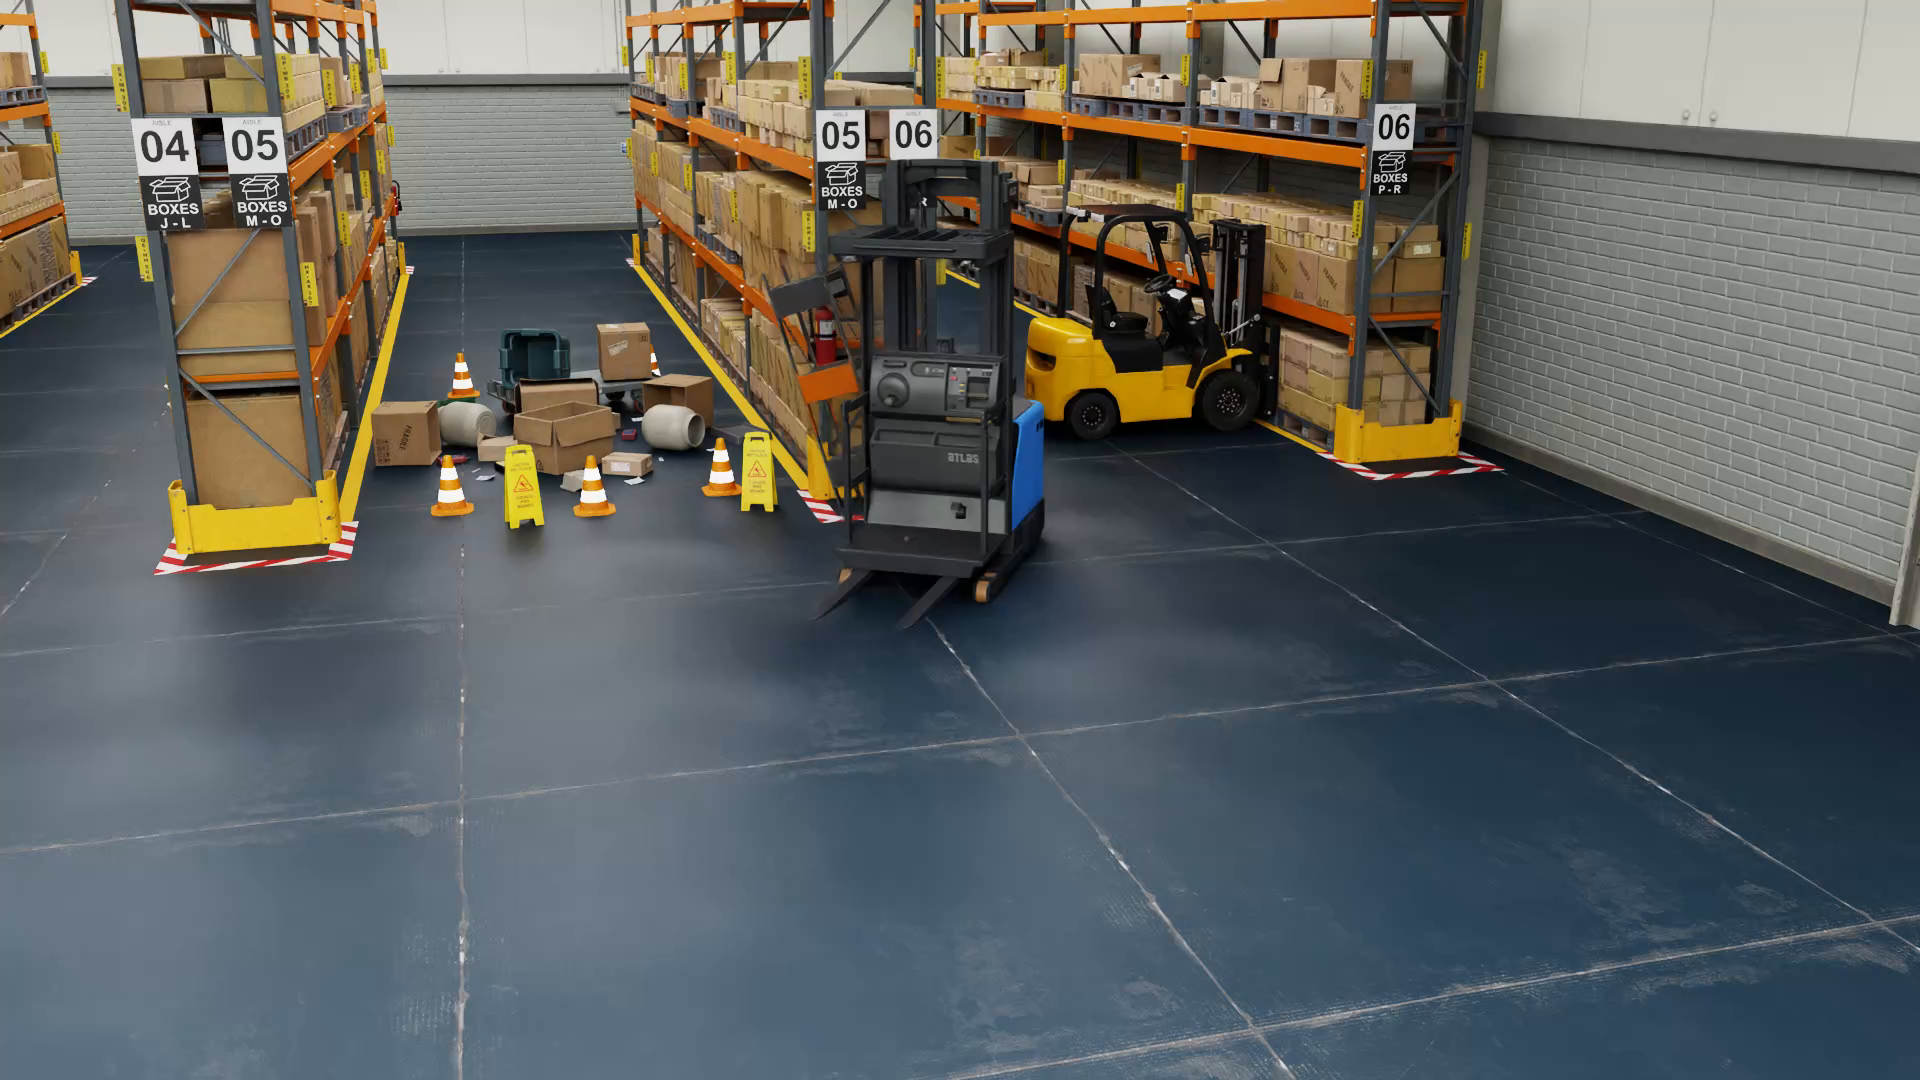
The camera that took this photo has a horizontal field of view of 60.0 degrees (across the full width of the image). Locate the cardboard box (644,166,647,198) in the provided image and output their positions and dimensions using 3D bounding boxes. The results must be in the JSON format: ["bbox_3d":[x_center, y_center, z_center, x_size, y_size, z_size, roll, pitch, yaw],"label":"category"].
[{"bbox_3d":[-4.790,-5.744,26.688,0.500,0.500,0.500,-4,17,-13],"label":"cardboard box"}]

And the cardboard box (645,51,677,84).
[{"bbox_3d":[-4.678,-7.433,26.192,0.500,0.500,0.500,-4,17,-14],"label":"cardboard box"}]

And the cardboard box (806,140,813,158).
[{"bbox_3d":[-1.058,-3.236,13.735,0.380,0.149,0.250,-5,17,-15],"label":"cardboard box"}]

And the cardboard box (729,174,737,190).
[{"bbox_3d":[-2.336,-3.951,18.344,0.380,0.149,0.250,-5,17,-17],"label":"cardboard box"}]

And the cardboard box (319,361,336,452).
[{"bbox_3d":[-6.165,-1.286,14.981,0.875,0.875,0.875,-5,17,-15],"label":"cardboard box"}]

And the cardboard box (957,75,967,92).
[{"bbox_3d":[0.256,-7.320,26.637,0.500,0.250,0.500,-5,18,-17],"label":"cardboard box"}]

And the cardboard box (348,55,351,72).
[{"bbox_3d":[-7.609,-5.764,20.210,0.396,0.266,0.258,-5,17,-15],"label":"cardboard box"}]

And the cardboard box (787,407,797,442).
[{"bbox_3d":[-1.307,-1.074,15.363,0.500,0.250,0.500,-5,17,-15],"label":"cardboard box"}]

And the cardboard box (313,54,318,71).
[{"bbox_3d":[-6.046,-4.332,15.092,0.380,0.149,0.250,-5,17,-15],"label":"cardboard box"}]

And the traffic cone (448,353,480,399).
[{"bbox_3d":[-5.439,-1.806,18.160,0.336,0.463,0.334,-5,17,-15],"label":"traffic cone"}]

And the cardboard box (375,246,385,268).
[{"bbox_3d":[-8.273,-3.920,23.101,0.500,0.250,0.500,-5,17,-17],"label":"cardboard box"}]

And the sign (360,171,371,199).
[{"bbox_3d":[-7.089,-4.236,19.828,0.100,0.325,0.005,-5,17,-15],"label":"sign"}]

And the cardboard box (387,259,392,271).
[{"bbox_3d":[-8.903,-4.202,25.436,0.380,0.149,0.250,-5,17,-16],"label":"cardboard box"}]

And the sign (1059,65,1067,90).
[{"bbox_3d":[1.360,-6.092,21.905,0.100,0.325,0.005,-5,17,-15],"label":"sign"}]

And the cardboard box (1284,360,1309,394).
[{"bbox_3d":[3.519,-1.610,16.279,0.500,0.250,0.500,-5,17,-16],"label":"cardboard box"}]

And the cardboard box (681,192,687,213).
[{"bbox_3d":[-3.412,-4.479,22.042,0.500,0.250,0.500,-5,17,-17],"label":"cardboard box"}]

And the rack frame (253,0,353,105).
[{"bbox_3d":[-7.621,-6.510,18.983,1.000,3.000,0.127,-5,17,-15],"label":"rack frame"}]

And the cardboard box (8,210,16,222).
[{"bbox_3d":[-13.424,-4.513,23.197,0.380,0.149,0.250,-4,17,-13],"label":"cardboard box"}]

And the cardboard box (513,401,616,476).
[{"bbox_3d":[-3.608,-0.934,15.185,0.637,0.503,0.797,11,20,32],"label":"cardboard box"}]

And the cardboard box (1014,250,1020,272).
[{"bbox_3d":[0.988,-4.124,25.081,0.500,0.500,0.500,-5,17,-17],"label":"cardboard box"}]

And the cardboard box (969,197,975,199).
[{"bbox_3d":[0.360,-5.574,26.732,0.380,0.149,0.250,-4,17,-14],"label":"cardboard box"}]

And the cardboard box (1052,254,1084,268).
[{"bbox_3d":[1.503,-3.881,23.146,0.380,0.149,0.250,-6,18,-18],"label":"cardboard box"}]

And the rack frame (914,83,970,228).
[{"bbox_3d":[-0.317,-6.663,29.918,1.000,3.000,0.127,-5,17,-15],"label":"rack frame"}]

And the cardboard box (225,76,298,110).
[{"bbox_3d":[-5.449,-3.474,12.931,0.500,0.250,0.500,-5,17,-16],"label":"cardboard box"}]

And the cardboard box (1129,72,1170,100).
[{"bbox_3d":[2.337,-5.380,19.684,0.500,0.311,0.500,-5,18,-17],"label":"cardboard box"}]

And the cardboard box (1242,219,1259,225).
[{"bbox_3d":[3.140,-3.237,17.211,0.380,0.149,0.250,-5,18,-17],"label":"cardboard box"}]

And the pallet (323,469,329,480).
[{"bbox_3d":[-5.718,-0.304,13.596,1.003,0.211,1.213,-5,17,-15],"label":"pallet"}]

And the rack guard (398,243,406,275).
[{"bbox_3d":[-9.799,-4.632,27.502,1.175,0.500,0.348,-5,17,-15],"label":"rack guard"}]

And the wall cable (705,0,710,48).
[{"bbox_3d":[-6.198,-10.752,33.105,2.355,3.000,0.029,-5,17,-15],"label":"wall cable"}]

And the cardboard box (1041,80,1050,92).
[{"bbox_3d":[1.343,-6.298,23.057,0.380,0.149,0.250,-5,17,-15],"label":"cardboard box"}]

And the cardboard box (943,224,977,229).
[{"bbox_3d":[0.007,-5.096,28.319,0.500,0.500,0.500,-4,17,-14],"label":"cardboard box"}]

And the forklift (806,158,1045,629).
[{"bbox_3d":[-0.235,-1.086,11.473,1.130,2.935,3.031,5,17,15],"label":"forklift"}]

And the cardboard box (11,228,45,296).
[{"bbox_3d":[-13.869,-4.001,24.020,0.875,0.875,0.875,-5,17,-15],"label":"cardboard box"}]

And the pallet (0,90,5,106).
[{"bbox_3d":[-13.732,-6.000,22.654,1.003,0.211,1.213,-5,17,-15],"label":"pallet"}]

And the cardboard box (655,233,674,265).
[{"bbox_3d":[-4.551,-4.816,27.495,0.875,0.438,0.875,-4,17,-14],"label":"cardboard box"}]

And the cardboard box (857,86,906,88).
[{"bbox_3d":[-0.684,-3.874,14.471,0.380,0.149,0.250,-5,17,-15],"label":"cardboard box"}]

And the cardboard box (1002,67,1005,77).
[{"bbox_3d":[0.836,-6.870,24.410,0.380,0.149,0.250,-4,17,-14],"label":"cardboard box"}]

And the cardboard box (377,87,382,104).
[{"bbox_3d":[-9.005,-6.685,25.041,0.500,0.250,0.500,-4,17,-13],"label":"cardboard box"}]

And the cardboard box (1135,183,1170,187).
[{"bbox_3d":[2.492,-4.532,21.524,0.380,0.149,0.250,-5,17,-16],"label":"cardboard box"}]

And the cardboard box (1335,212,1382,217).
[{"bbox_3d":[3.918,-3.135,16.357,0.380,0.149,0.250,-4,17,-14],"label":"cardboard box"}]

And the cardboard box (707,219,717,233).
[{"bbox_3d":[-2.847,-3.795,20.077,0.380,0.149,0.250,-5,17,-15],"label":"cardboard box"}]

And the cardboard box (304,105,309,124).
[{"bbox_3d":[-5.626,-3.529,13.805,0.380,0.149,0.250,-5,17,-15],"label":"cardboard box"}]

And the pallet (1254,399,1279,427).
[{"bbox_3d":[3.498,-1.447,17.401,1.003,0.211,1.213,-5,17,-15],"label":"pallet"}]

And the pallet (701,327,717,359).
[{"bbox_3d":[-2.676,-2.505,20.923,1.003,0.211,1.213,-5,17,-15],"label":"pallet"}]

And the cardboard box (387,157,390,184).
[{"bbox_3d":[-9.312,-5.793,26.334,0.500,0.500,0.500,-5,17,-16],"label":"cardboard box"}]

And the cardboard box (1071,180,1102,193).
[{"bbox_3d":[1.686,-4.697,22.073,0.380,0.149,0.250,-4,17,-14],"label":"cardboard box"}]

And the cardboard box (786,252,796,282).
[{"bbox_3d":[-1.238,-2.301,14.707,0.500,0.500,0.500,-5,17,-15],"label":"cardboard box"}]

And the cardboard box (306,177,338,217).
[{"bbox_3d":[-7.083,-3.616,17.864,0.700,0.500,0.500,-5,17,-16],"label":"cardboard box"}]

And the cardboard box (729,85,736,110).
[{"bbox_3d":[-2.224,-4.806,18.055,0.500,0.250,0.500,-4,17,-15],"label":"cardboard box"}]

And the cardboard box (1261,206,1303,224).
[{"bbox_3d":[3.299,-3.315,16.956,0.380,0.149,0.250,-5,17,-15],"label":"cardboard box"}]

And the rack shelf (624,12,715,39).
[{"bbox_3d":[-4.539,-8.053,26.065,1.077,0.370,4.000,-5,17,-15],"label":"rack shelf"}]

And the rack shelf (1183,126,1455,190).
[{"bbox_3d":[3.531,-3.882,16.698,1.077,0.370,4.000,-5,17,-15],"label":"rack shelf"}]

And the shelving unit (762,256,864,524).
[{"bbox_3d":[-0.928,-1.181,13.098,0.503,2.100,0.431,-12,14,23],"label":"shelving unit"}]

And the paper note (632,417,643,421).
[{"bbox_3d":[-3.285,-1.246,17.048,0.148,0.019,0.142,-5,17,-15],"label":"paper note"}]
